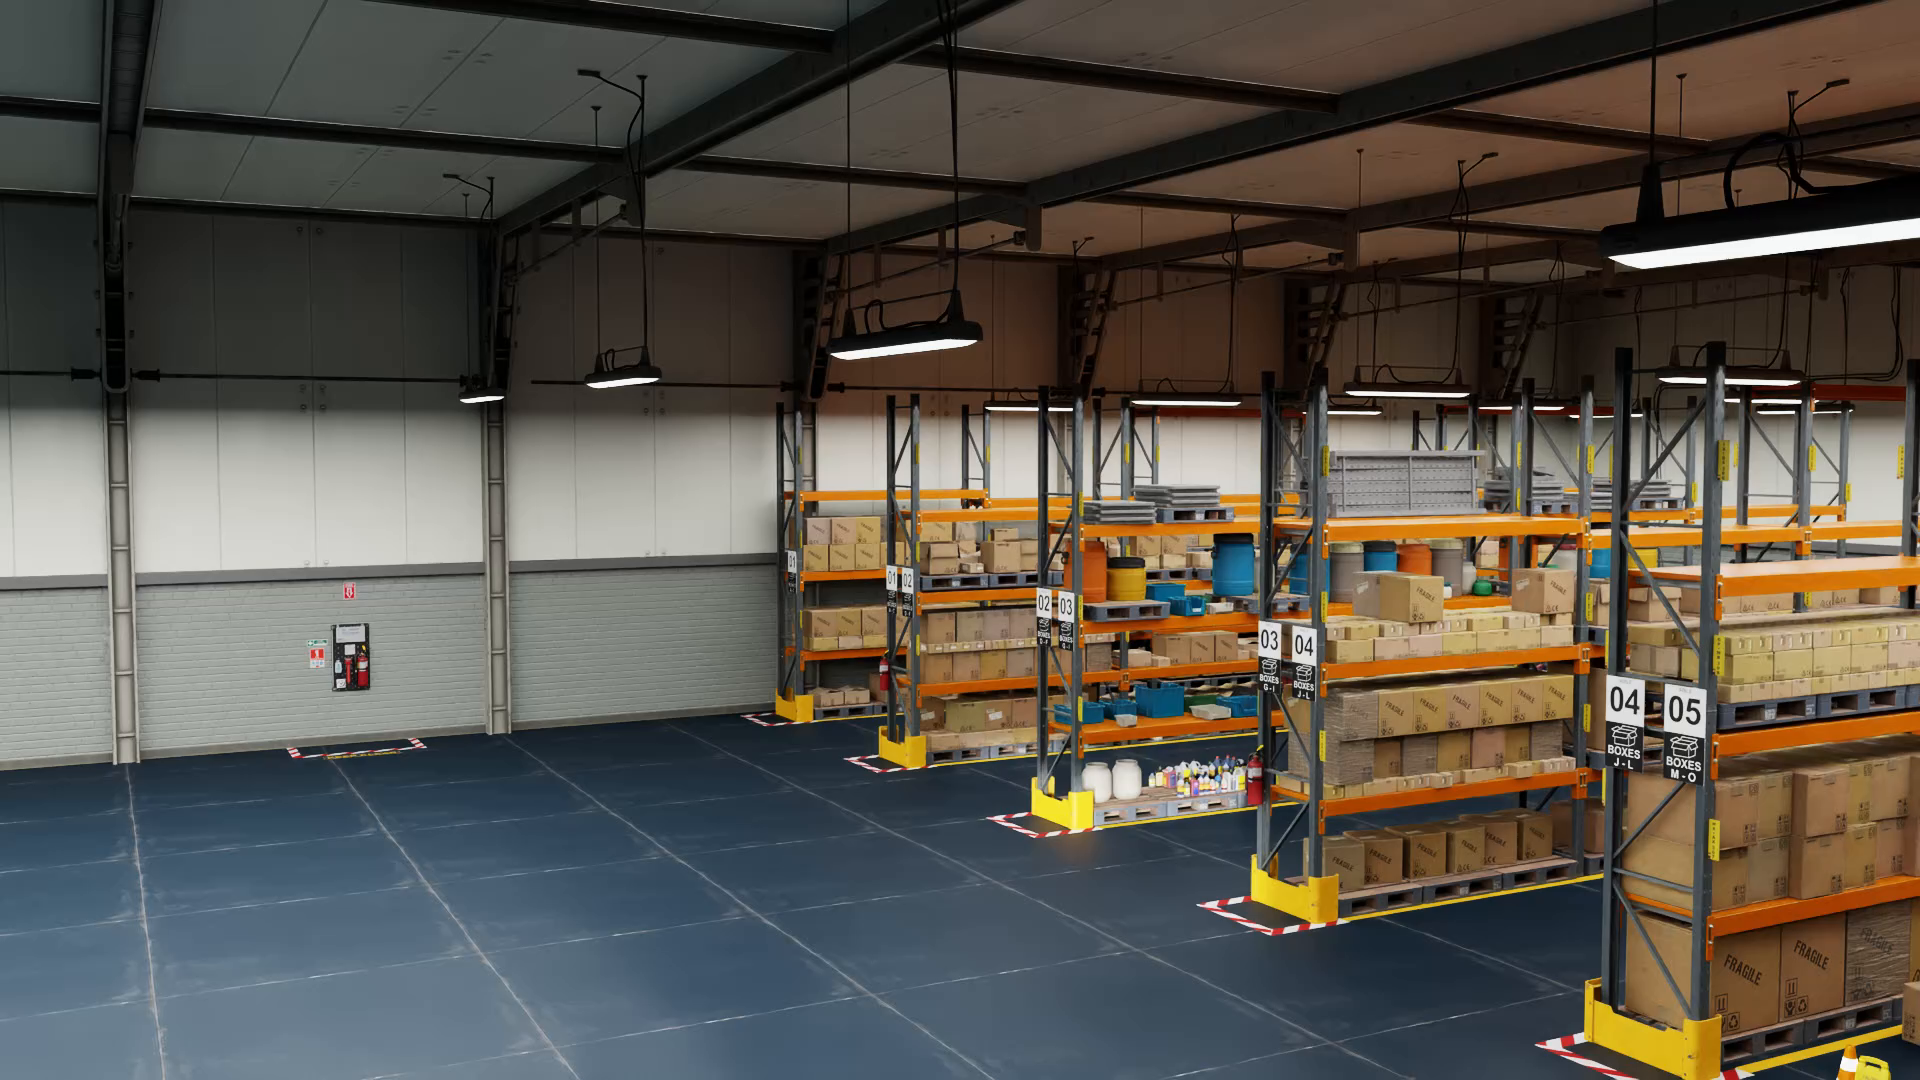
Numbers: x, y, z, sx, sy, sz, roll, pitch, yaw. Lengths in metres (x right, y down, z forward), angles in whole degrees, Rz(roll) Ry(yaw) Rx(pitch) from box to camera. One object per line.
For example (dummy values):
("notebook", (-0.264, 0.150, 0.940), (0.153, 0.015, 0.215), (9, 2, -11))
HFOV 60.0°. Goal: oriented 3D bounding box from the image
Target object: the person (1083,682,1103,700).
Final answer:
("person", (2.429, 2.534, 30.970), (0.537, 1.772, 0.566), (-2, 4, -29))
